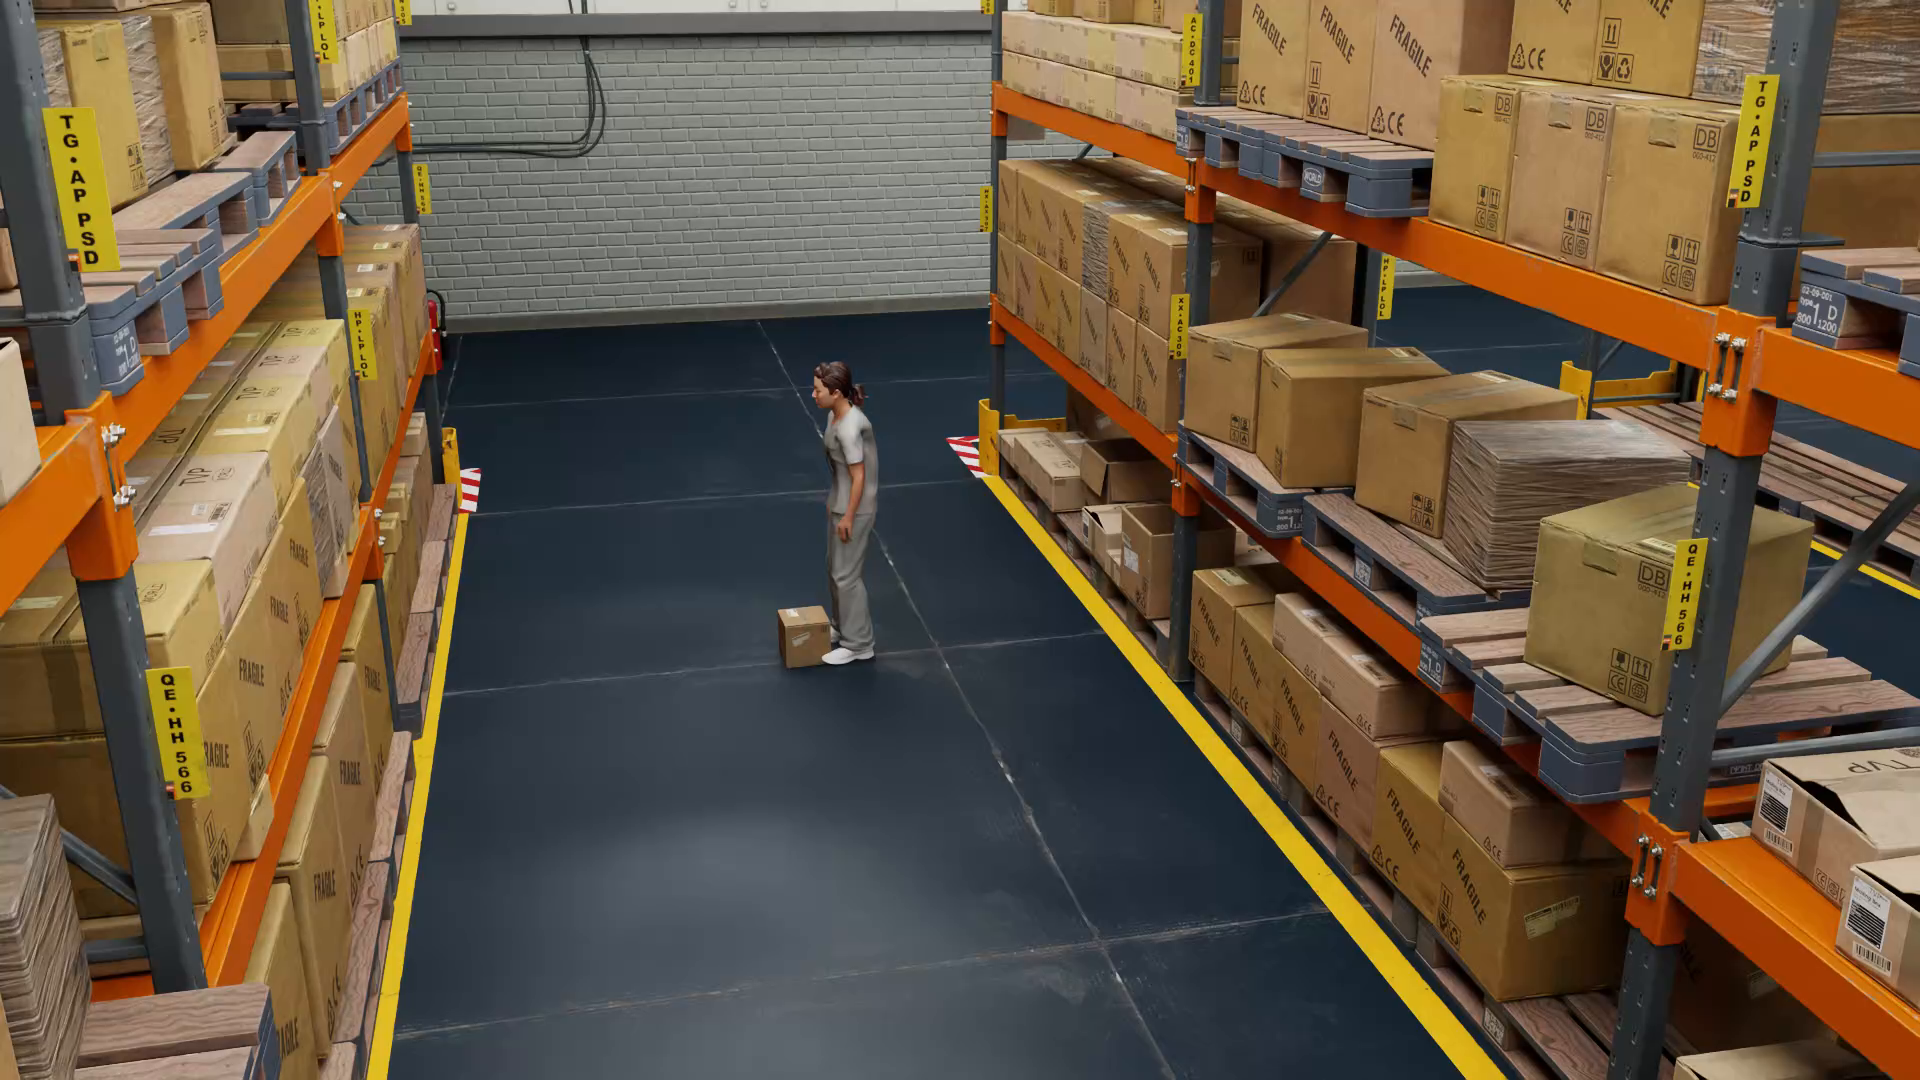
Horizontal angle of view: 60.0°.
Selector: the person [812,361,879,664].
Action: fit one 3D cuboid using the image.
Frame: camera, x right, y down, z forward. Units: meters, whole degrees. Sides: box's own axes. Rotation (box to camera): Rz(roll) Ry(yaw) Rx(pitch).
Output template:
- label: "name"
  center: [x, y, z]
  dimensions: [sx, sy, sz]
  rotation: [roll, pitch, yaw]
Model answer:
- label: "person"
  center: [-0.623, -0.160, 9.020]
  dimensions: [0.360, 1.672, 0.485]
  rotation: [-4, 20, -12]
